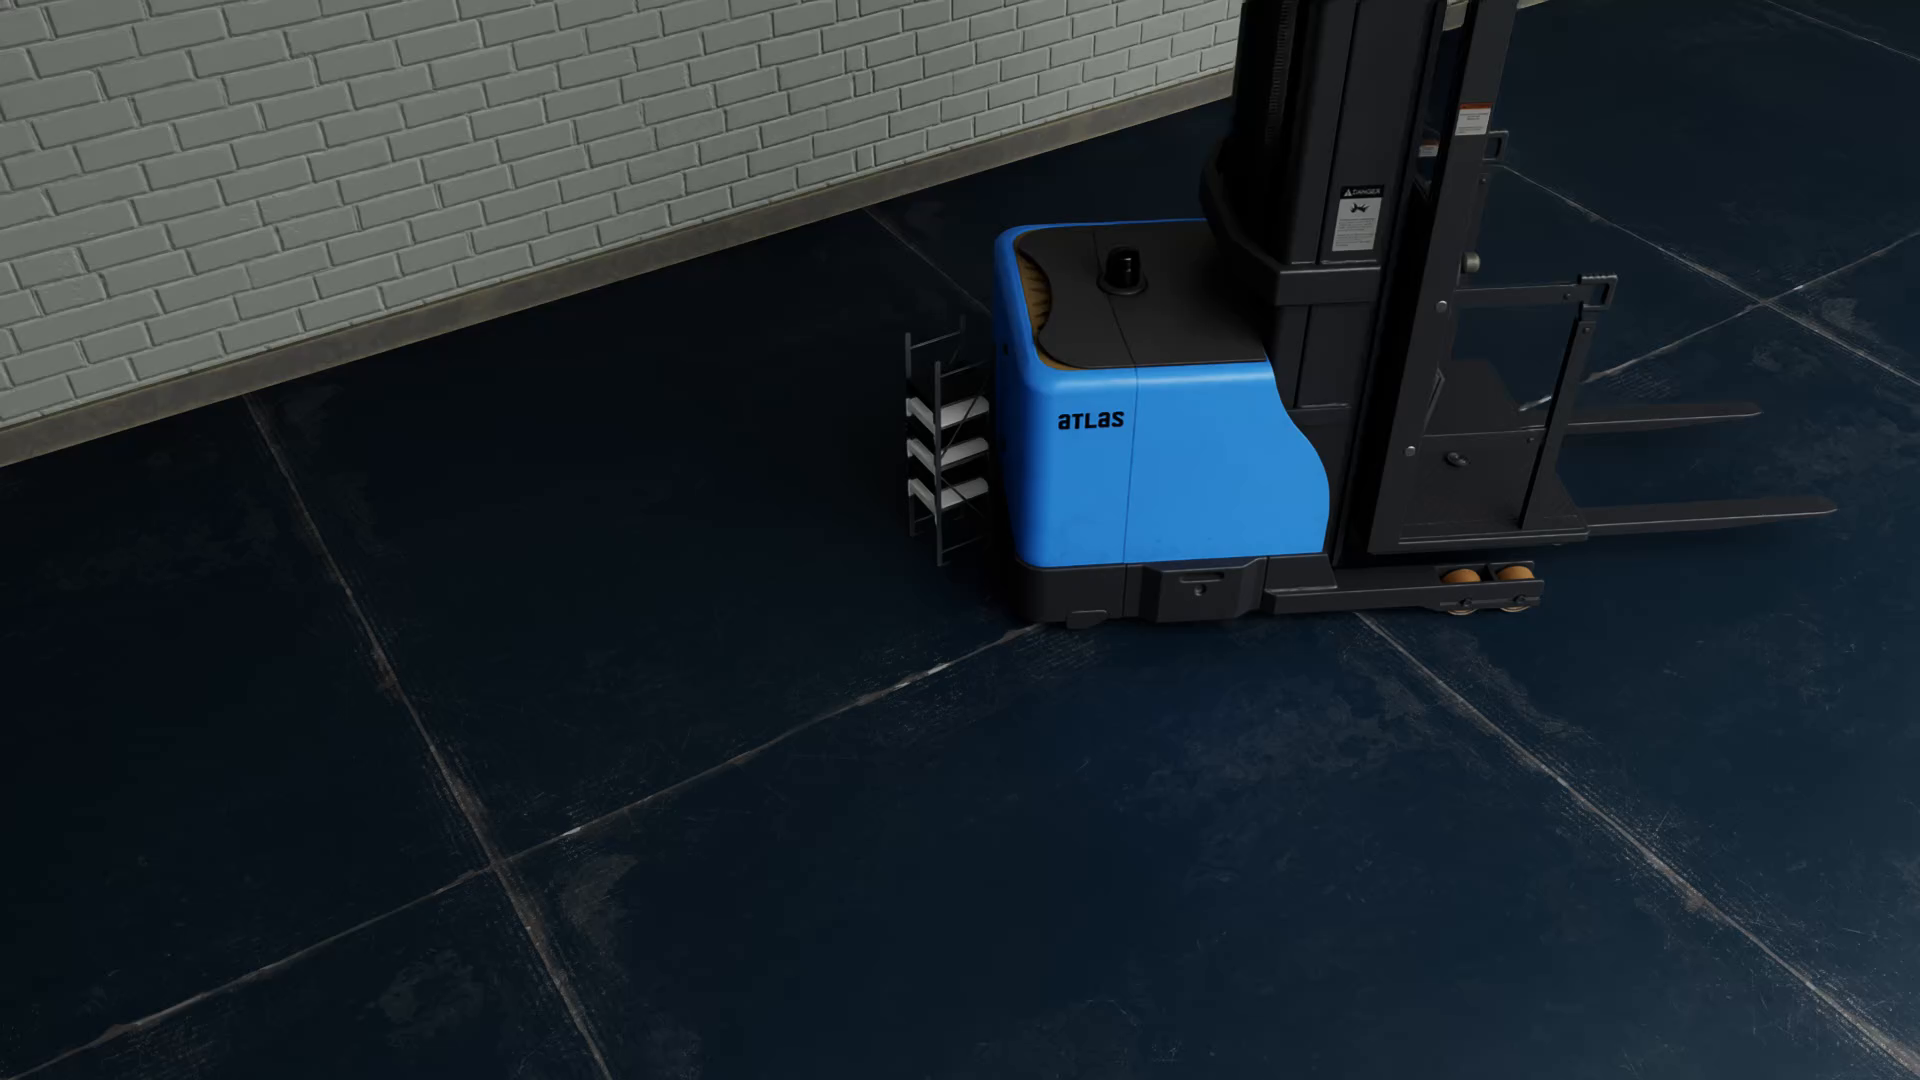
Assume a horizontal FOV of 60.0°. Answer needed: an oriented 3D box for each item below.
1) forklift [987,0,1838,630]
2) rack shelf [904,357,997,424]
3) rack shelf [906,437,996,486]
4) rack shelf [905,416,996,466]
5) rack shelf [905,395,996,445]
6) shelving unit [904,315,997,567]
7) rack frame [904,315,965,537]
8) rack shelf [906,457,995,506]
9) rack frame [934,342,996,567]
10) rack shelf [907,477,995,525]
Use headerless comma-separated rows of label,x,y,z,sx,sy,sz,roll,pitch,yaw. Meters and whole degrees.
forklift,1.652,-1.195,5.394,3.031,2.935,1.130,-3,40,-4
rack shelf,-0.034,-0.524,5.806,0.258,0.077,0.200,-21,44,-23
rack shelf,-0.034,-0.316,5.978,0.258,0.077,0.200,-21,44,-23
rack shelf,-0.034,-0.385,5.921,0.258,0.077,0.200,-21,44,-23
rack shelf,-0.034,-0.454,5.863,0.258,0.077,0.200,-21,44,-23
shelving unit,-0.034,-0.342,5.957,0.258,0.900,0.210,-21,44,-23
rack frame,-0.086,-0.398,6.024,0.240,0.900,0.006,-21,44,-23
rack shelf,-0.034,-0.247,6.036,0.258,0.077,0.200,-21,44,-23
rack frame,0.018,-0.286,5.890,0.240,0.900,0.006,-21,44,-23
rack shelf,-0.034,-0.178,6.094,0.258,0.077,0.200,-21,44,-23
